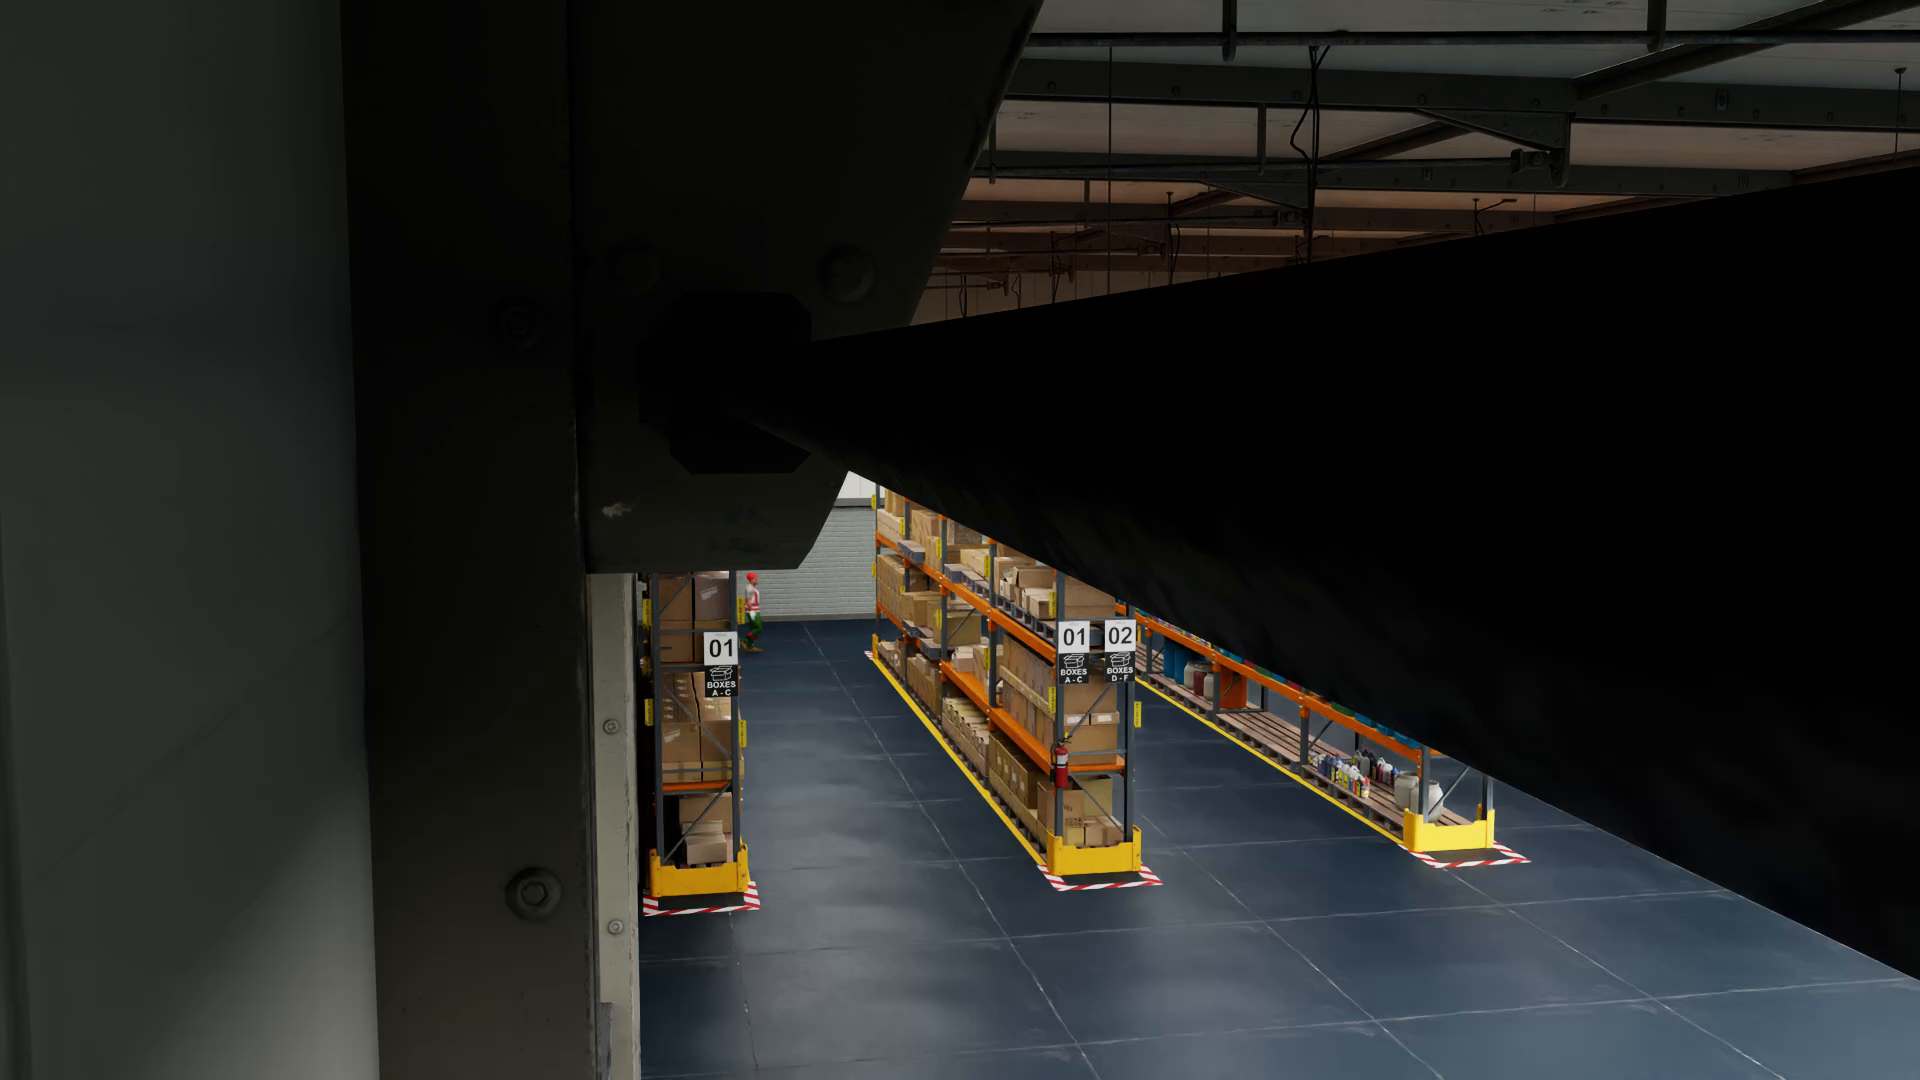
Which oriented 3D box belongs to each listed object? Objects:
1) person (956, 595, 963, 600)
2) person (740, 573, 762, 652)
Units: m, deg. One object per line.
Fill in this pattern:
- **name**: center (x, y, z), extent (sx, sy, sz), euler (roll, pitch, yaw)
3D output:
- **person**: center (0.026, 1.556, 38.436), extent (0.471, 1.624, 1.045), euler (-1, 6, -11)
- **person**: center (-4.675, 1.619, 37.075), extent (0.500, 1.790, 0.581), euler (-1, 6, -14)
